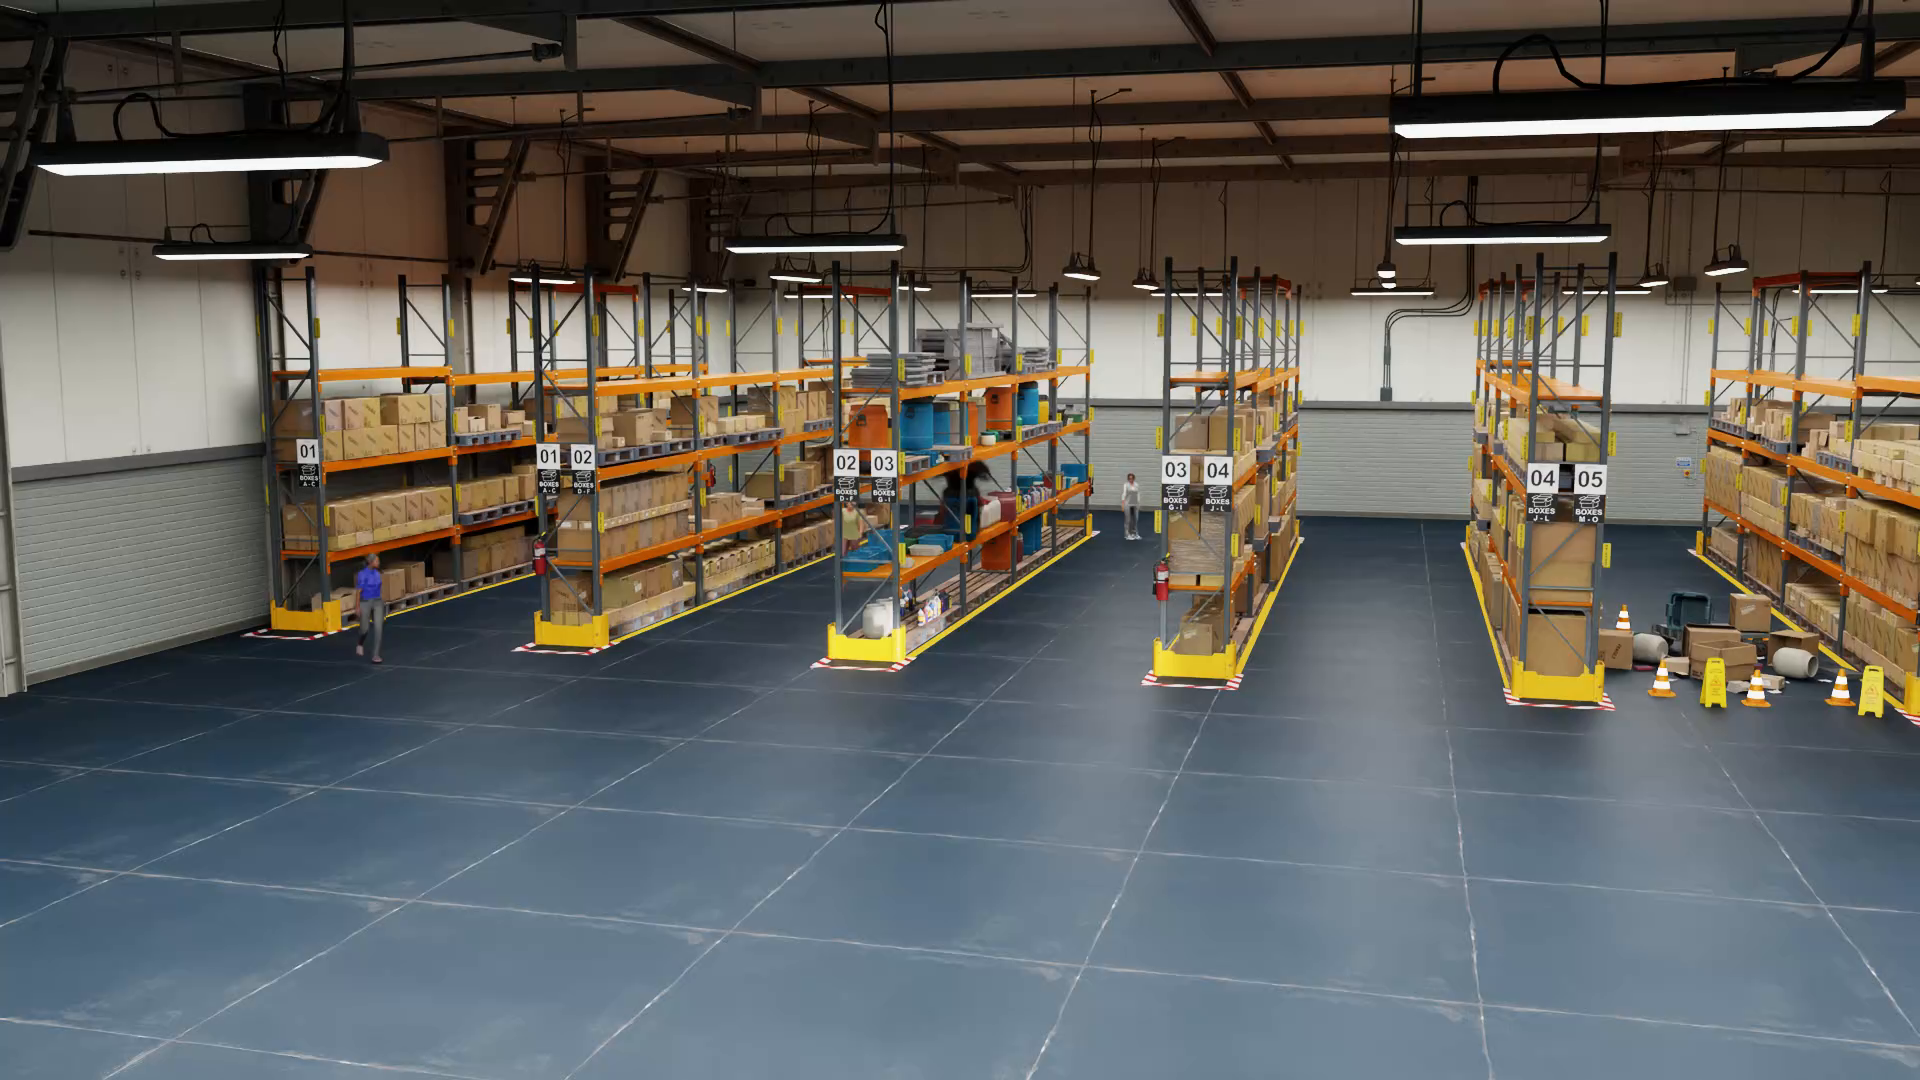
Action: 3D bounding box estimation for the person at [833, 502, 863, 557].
[{"bbox_3d":[-2.090,-0.014,31.008,0.638,1.659,0.954,2,7,14],"label":"person"}]

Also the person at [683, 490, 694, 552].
[{"bbox_3d":[-5.629,-0.205,34.561,0.412,1.660,0.551,1,7,11],"label":"person"}]

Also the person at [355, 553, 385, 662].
[{"bbox_3d":[-8.925,1.005,25.090,0.483,1.642,0.521,-5,9,-37],"label":"person"}]

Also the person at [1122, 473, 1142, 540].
[{"bbox_3d":[4.101,-0.794,39.586,0.524,1.621,0.382,-4,8,-29],"label":"person"}]
